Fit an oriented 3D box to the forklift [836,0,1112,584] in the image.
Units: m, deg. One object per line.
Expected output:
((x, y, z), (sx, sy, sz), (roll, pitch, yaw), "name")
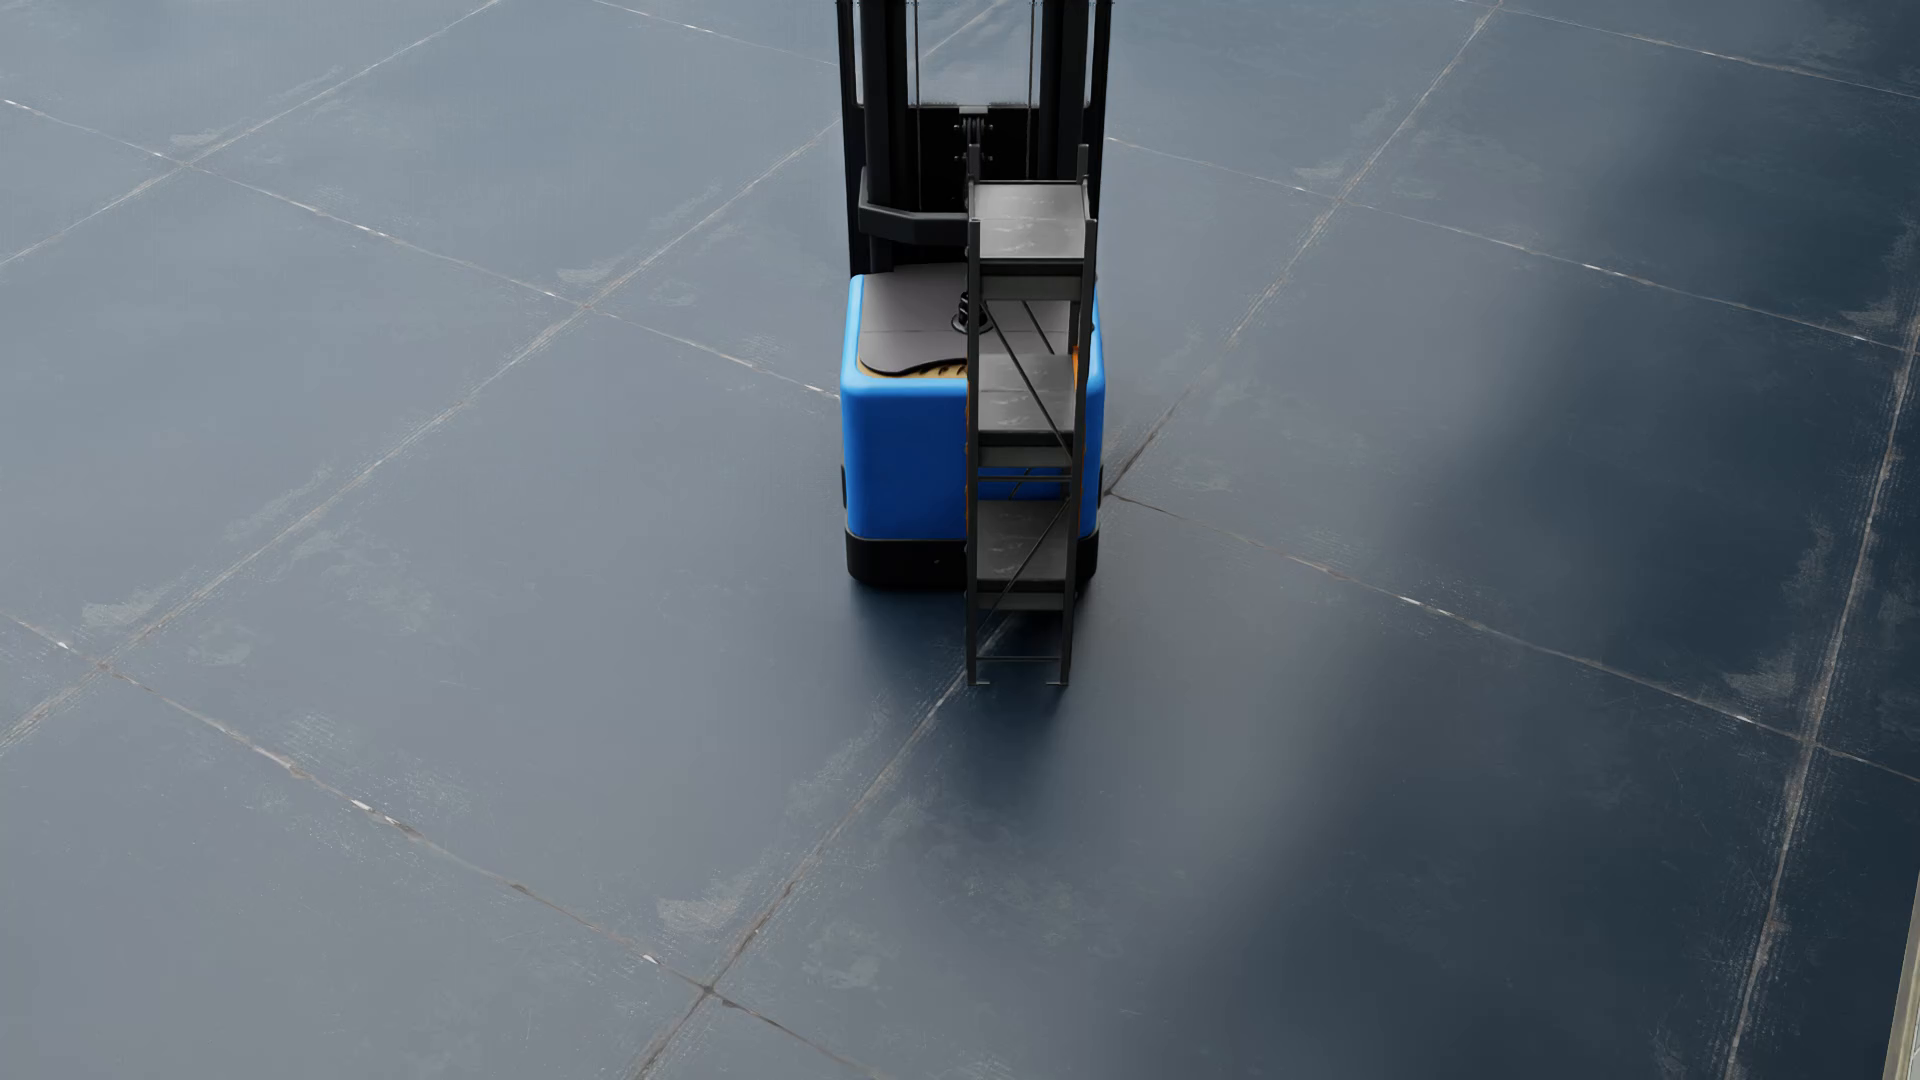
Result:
((0.057, -1.863, 7.148), (1.130, 2.935, 3.031), (0, 41, 0), "forklift")

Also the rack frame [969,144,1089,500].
((0.231, -0.536, 6.269), (0.400, 2.100, 0.015), (0, 41, 0), "rack frame")

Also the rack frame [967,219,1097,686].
((0.229, -0.213, 5.903), (0.400, 2.100, 0.015), (0, 41, 0), "rack frame")

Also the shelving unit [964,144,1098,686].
((0.230, -0.374, 6.086), (0.431, 2.100, 0.503), (0, 41, 0), "shelving unit")

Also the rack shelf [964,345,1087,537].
((0.230, -0.364, 6.095), (0.431, 0.518, 0.480), (0, 41, 0), "rack shelf")

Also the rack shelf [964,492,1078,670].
((0.230, 0.161, 6.558), (0.431, 0.518, 0.480), (0, 41, 0), "rack shelf")

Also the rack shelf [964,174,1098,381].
((0.230, -0.889, 5.633), (0.431, 0.518, 0.480), (0, 41, 0), "rack shelf")
